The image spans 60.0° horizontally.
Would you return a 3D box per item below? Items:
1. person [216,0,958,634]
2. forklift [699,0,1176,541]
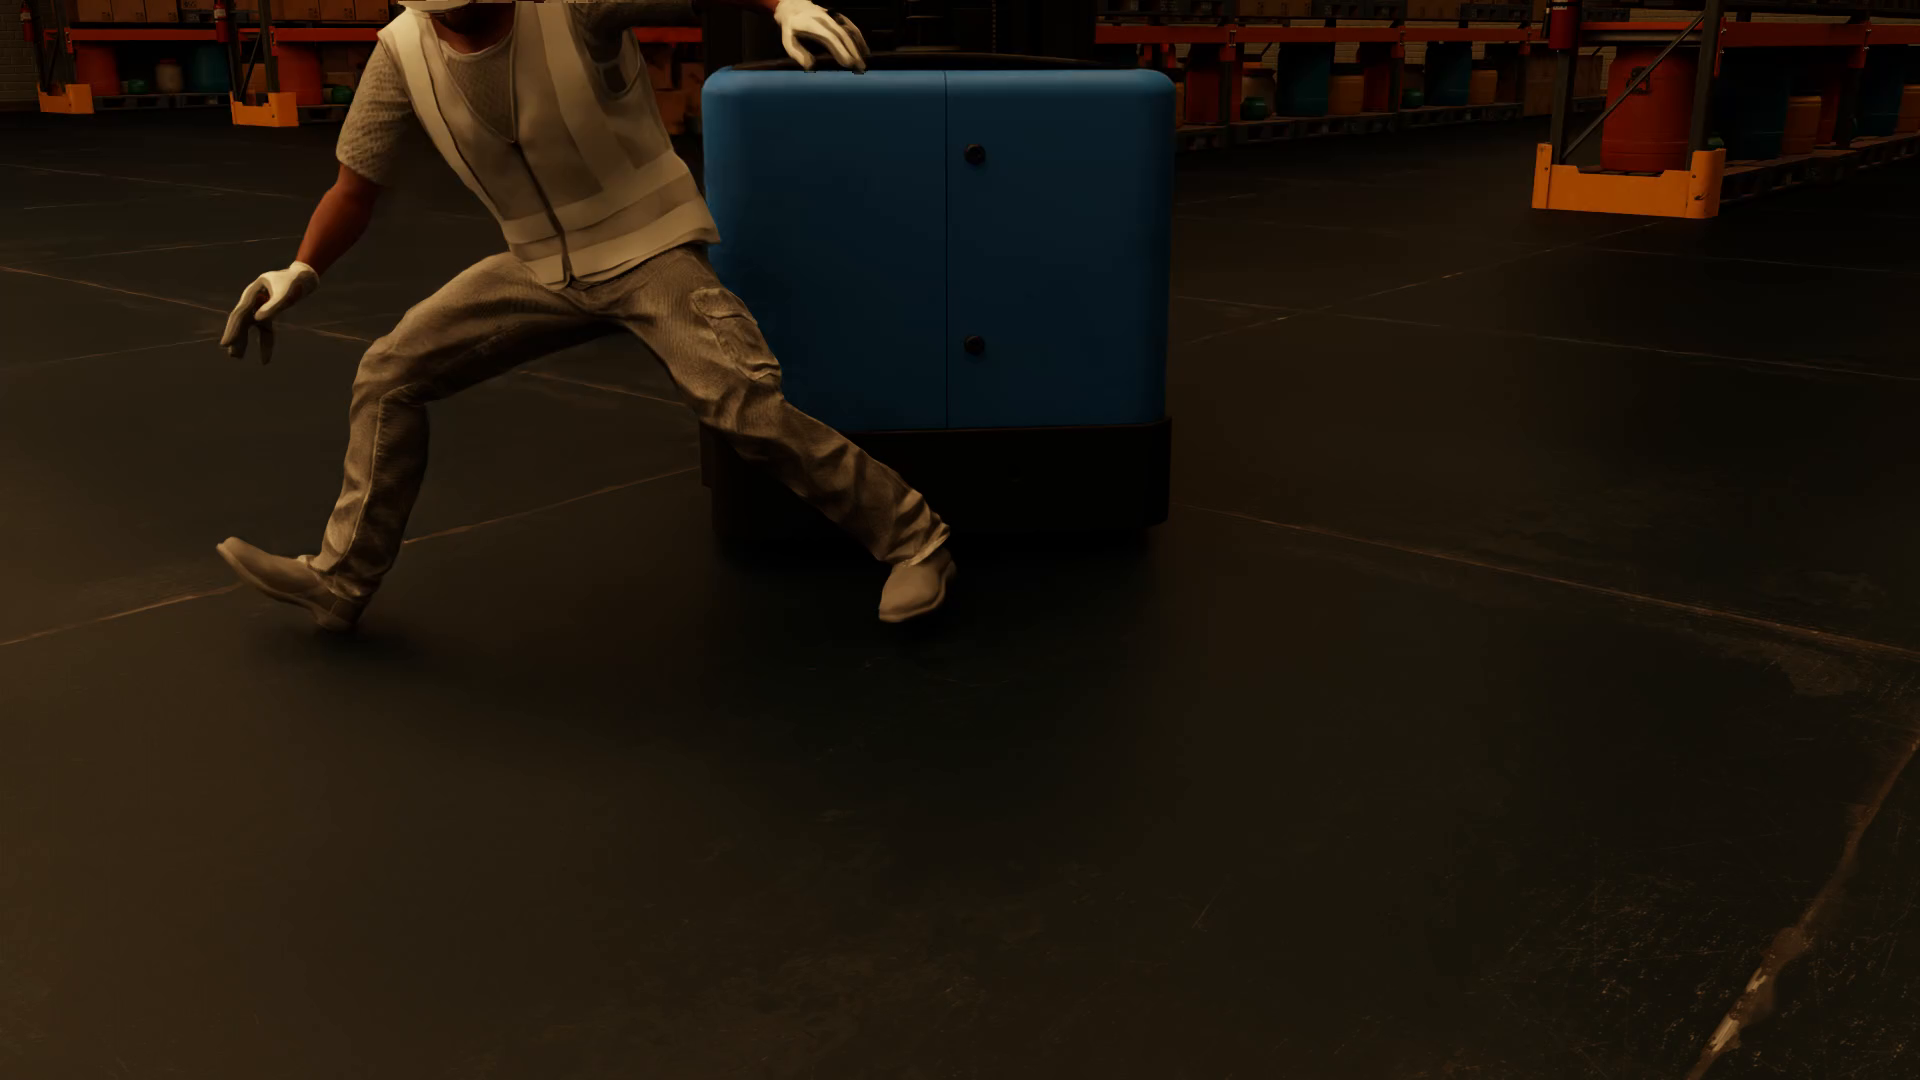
[{"bbox_3d":[-0.721,-0.498,3.162,1.317,1.445,0.794,6,18,20],"label":"person"},{"bbox_3d":[-0.196,-1.783,4.768,1.130,2.935,3.031,-2,17,-6],"label":"forklift"}]
